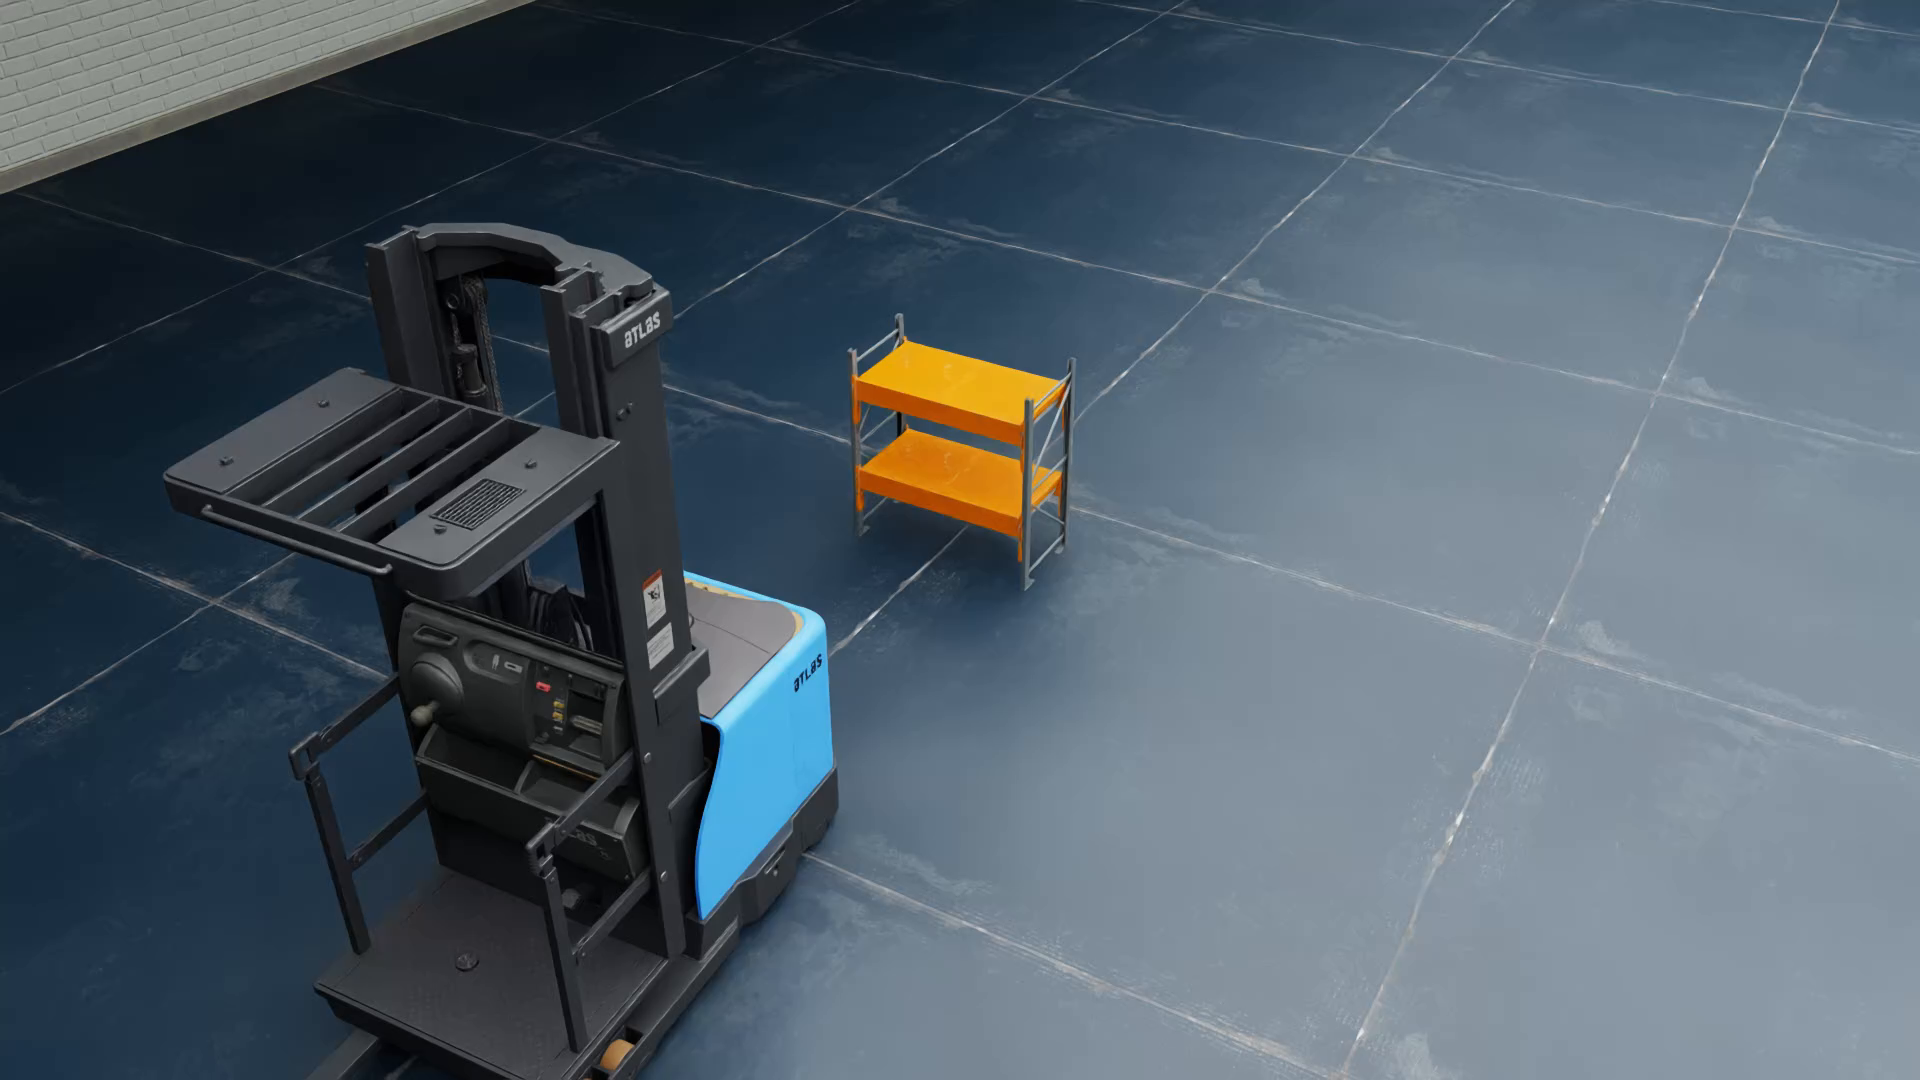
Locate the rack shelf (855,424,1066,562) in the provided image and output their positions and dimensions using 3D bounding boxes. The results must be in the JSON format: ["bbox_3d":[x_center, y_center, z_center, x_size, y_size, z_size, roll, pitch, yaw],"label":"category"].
[{"bbox_3d":[0.006,-0.263,8.842,1.000,0.278,0.538,18,37,24],"label":"rack shelf"}]

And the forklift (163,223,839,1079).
[{"bbox_3d":[-1.636,0.576,5.511,1.130,2.935,3.031,16,37,22],"label":"forklift"}]

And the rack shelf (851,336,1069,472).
[{"bbox_3d":[0.006,-0.710,8.544,1.000,0.278,0.538,18,37,24],"label":"rack shelf"}]

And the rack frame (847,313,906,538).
[{"bbox_3d":[-0.435,-0.606,8.916,0.032,1.125,0.500,18,37,24],"label":"rack frame"}]

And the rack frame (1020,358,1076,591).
[{"bbox_3d":[0.447,-0.327,8.496,0.032,1.125,0.500,18,37,24],"label":"rack frame"}]

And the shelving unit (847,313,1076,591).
[{"bbox_3d":[0.006,-0.466,8.706,1.048,1.125,0.538,18,37,24],"label":"shelving unit"}]
